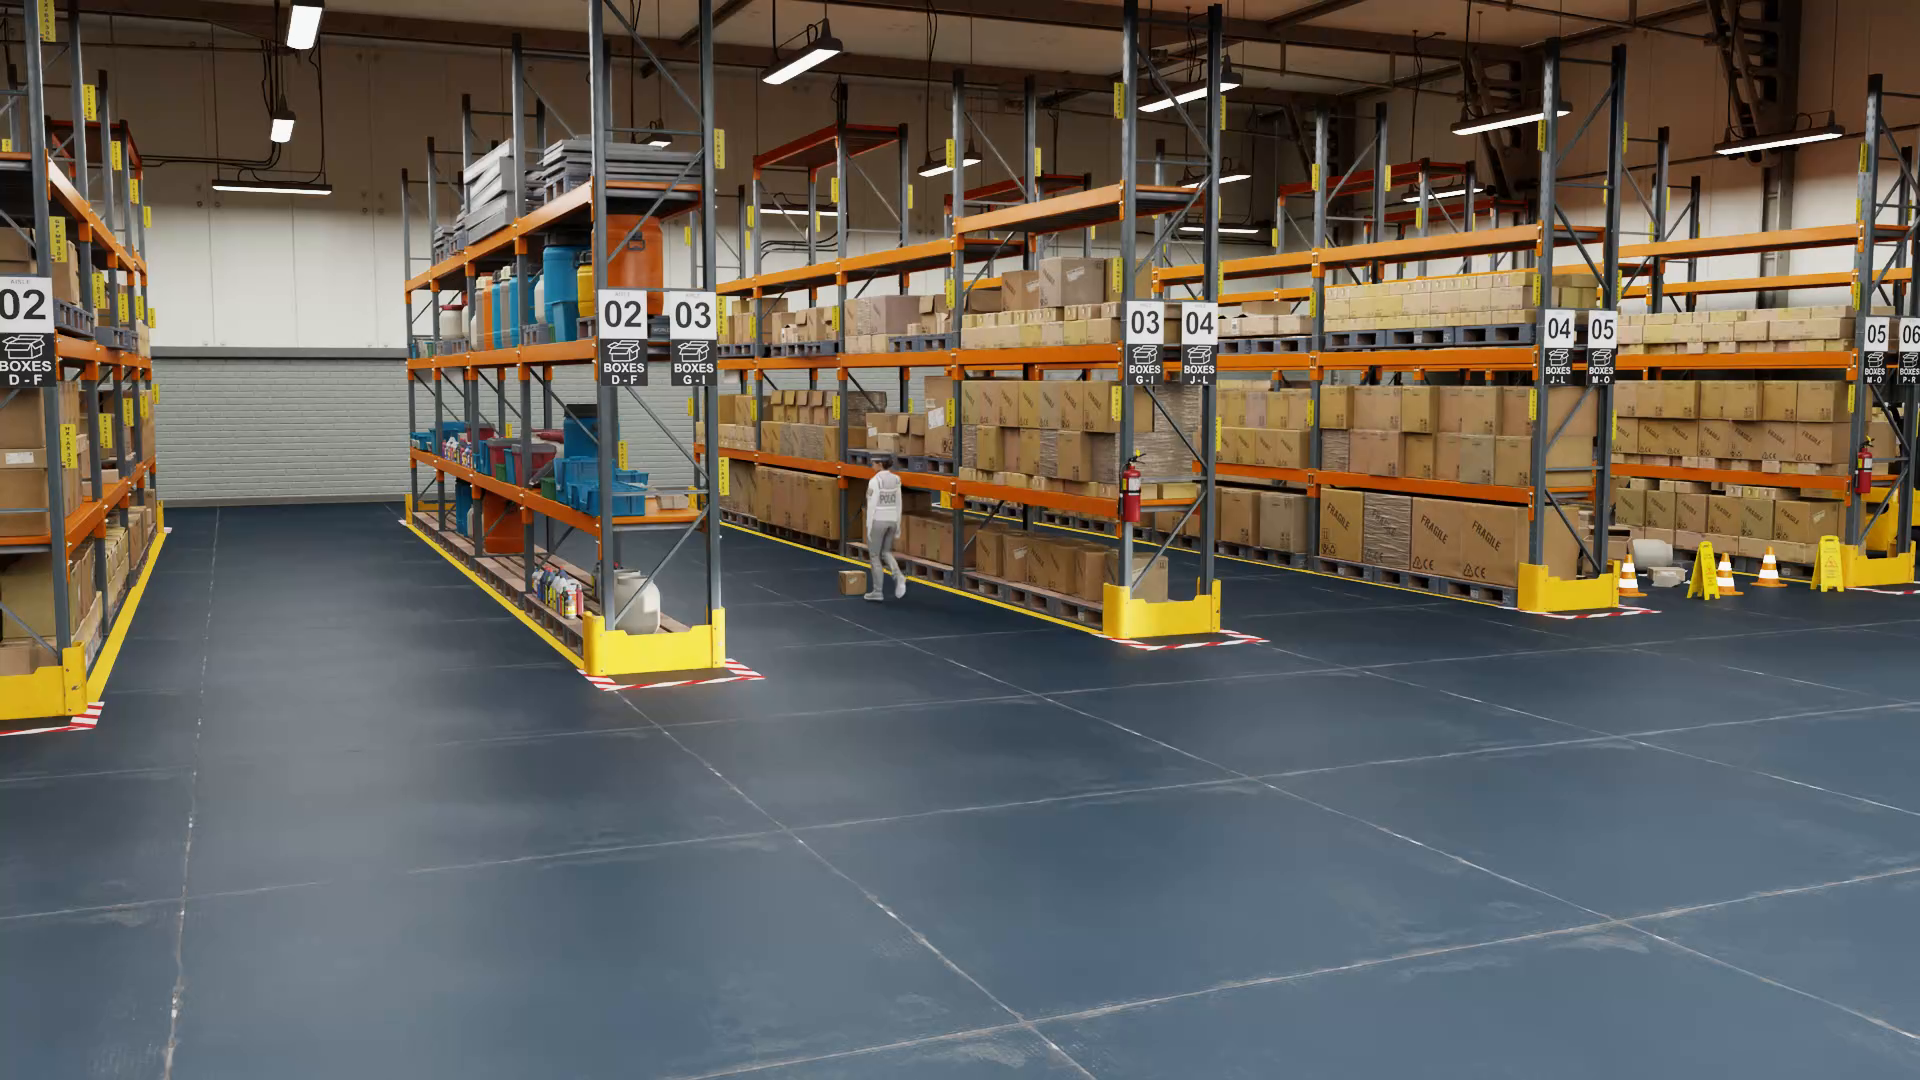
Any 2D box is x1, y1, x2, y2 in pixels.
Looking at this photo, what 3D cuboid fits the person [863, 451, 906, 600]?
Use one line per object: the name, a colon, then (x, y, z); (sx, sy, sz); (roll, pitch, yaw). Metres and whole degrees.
person: (-0.859, -0.157, 18.389); (0.488, 1.665, 0.498); (5, 8, 43)
